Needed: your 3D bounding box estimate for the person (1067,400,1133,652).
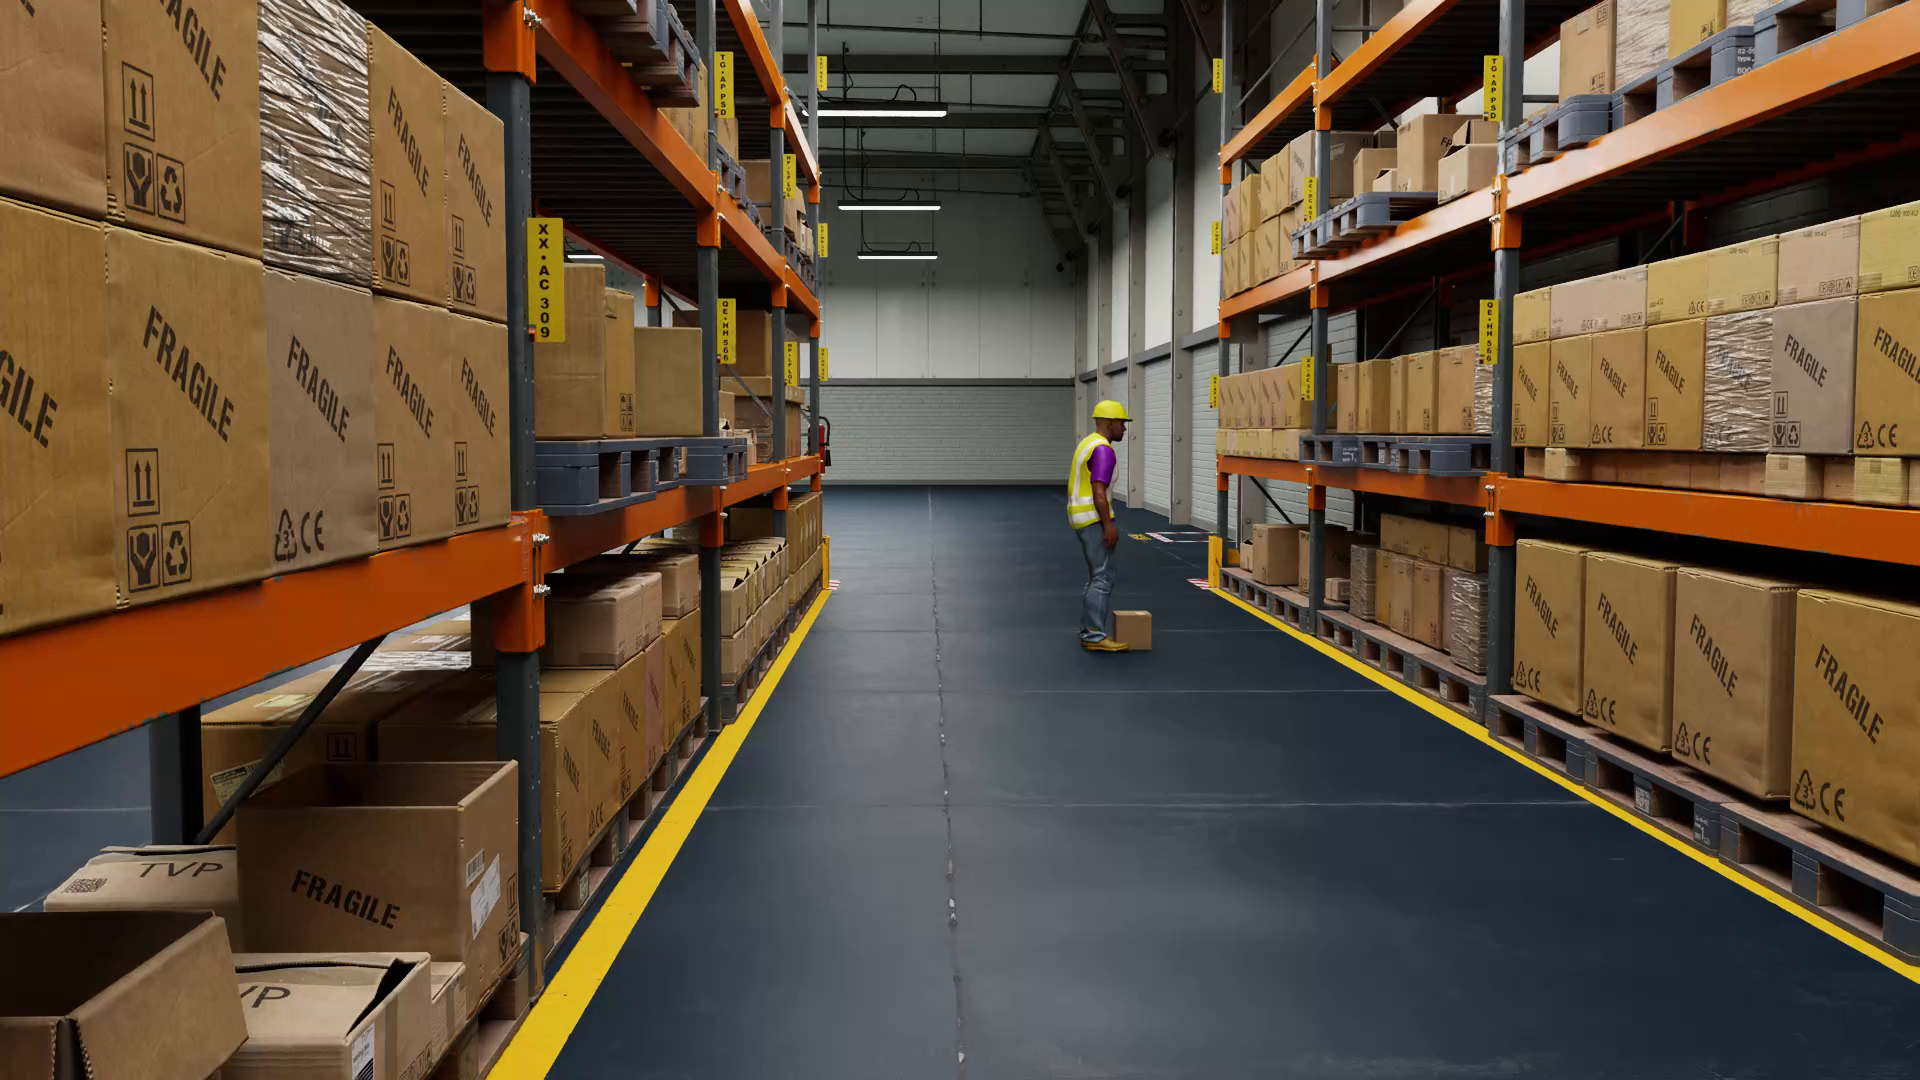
[{"bbox_3d":[0.999,-0.108,11.796,0.460,1.756,0.634,0,4,-4],"label":"person"}]
